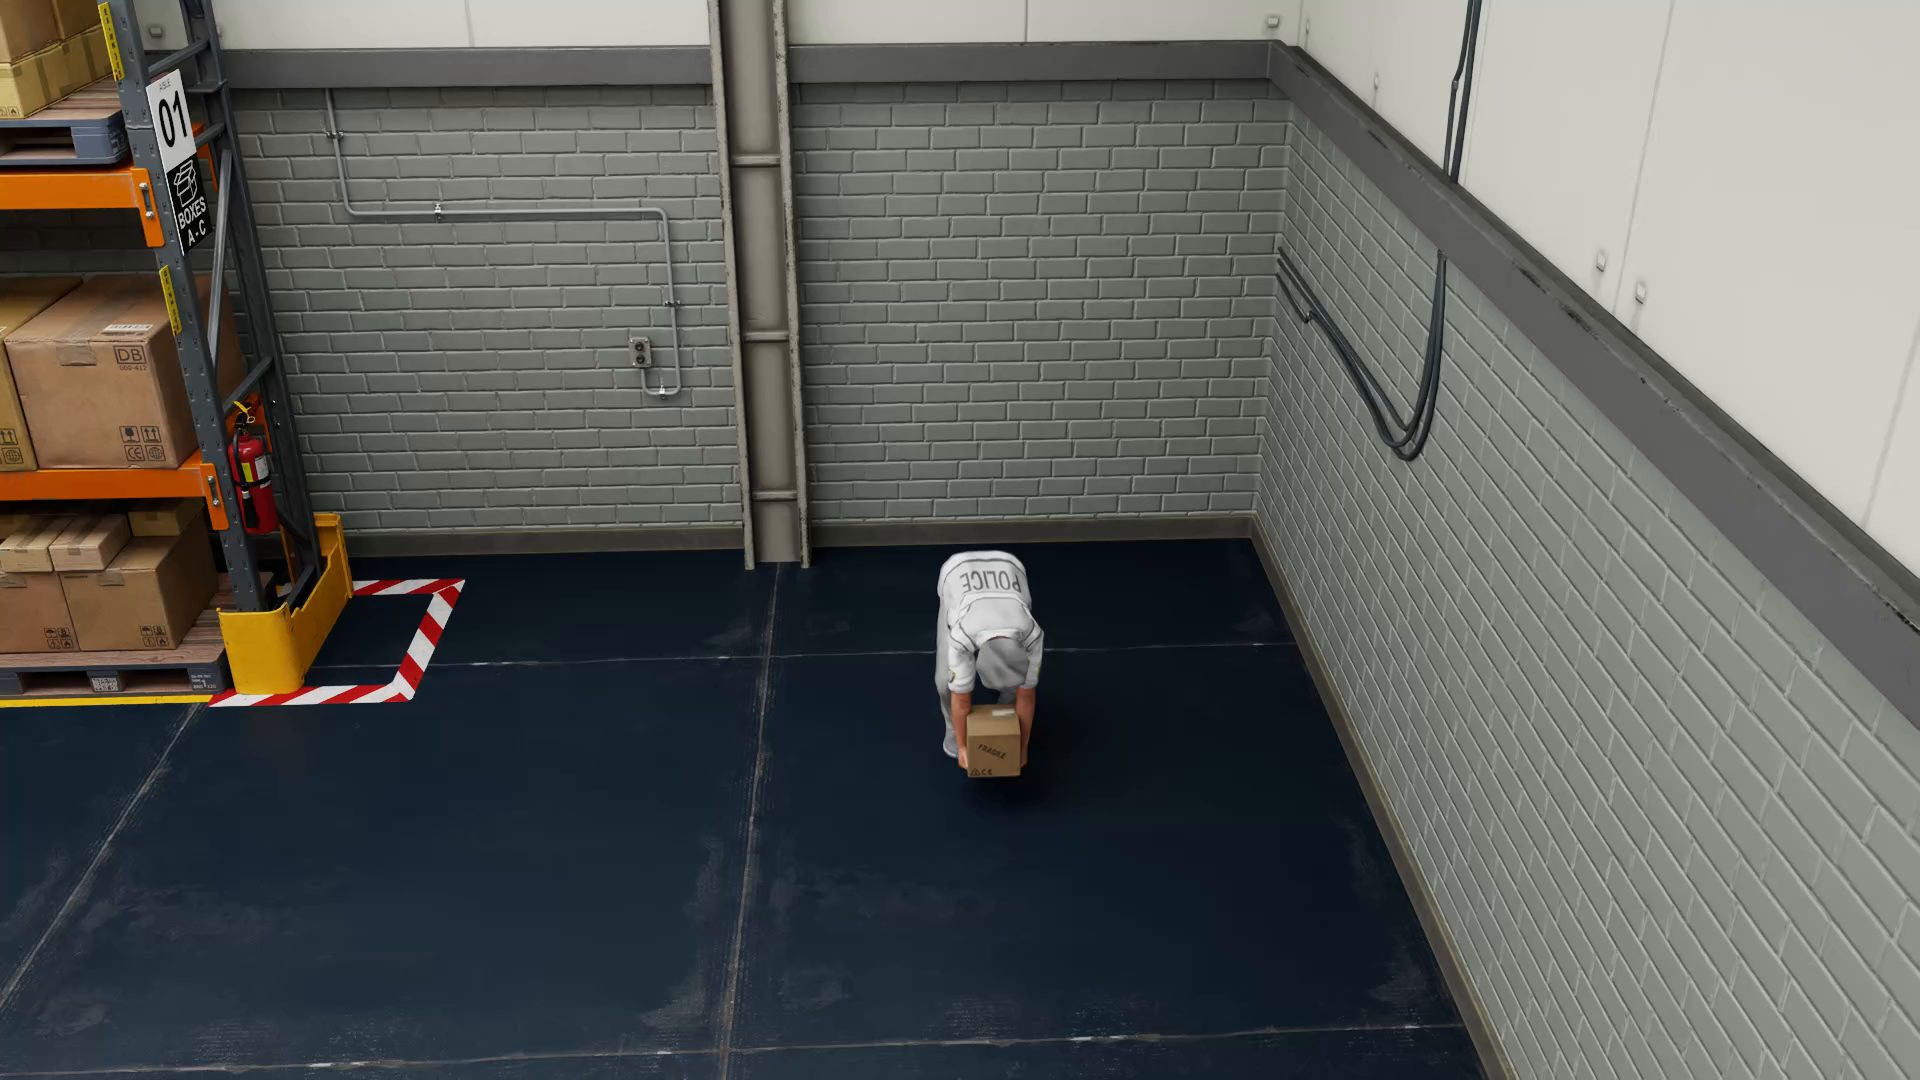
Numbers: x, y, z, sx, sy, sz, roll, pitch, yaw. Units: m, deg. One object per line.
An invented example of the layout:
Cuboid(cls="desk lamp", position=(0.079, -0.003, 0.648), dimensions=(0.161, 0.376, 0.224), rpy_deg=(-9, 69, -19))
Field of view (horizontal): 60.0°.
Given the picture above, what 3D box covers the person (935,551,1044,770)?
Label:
Cuboid(cls="person", position=(0.144, 0.657, 8.088), dimensions=(0.517, 1.069, 1.042), rpy_deg=(-3, 27, -5))
